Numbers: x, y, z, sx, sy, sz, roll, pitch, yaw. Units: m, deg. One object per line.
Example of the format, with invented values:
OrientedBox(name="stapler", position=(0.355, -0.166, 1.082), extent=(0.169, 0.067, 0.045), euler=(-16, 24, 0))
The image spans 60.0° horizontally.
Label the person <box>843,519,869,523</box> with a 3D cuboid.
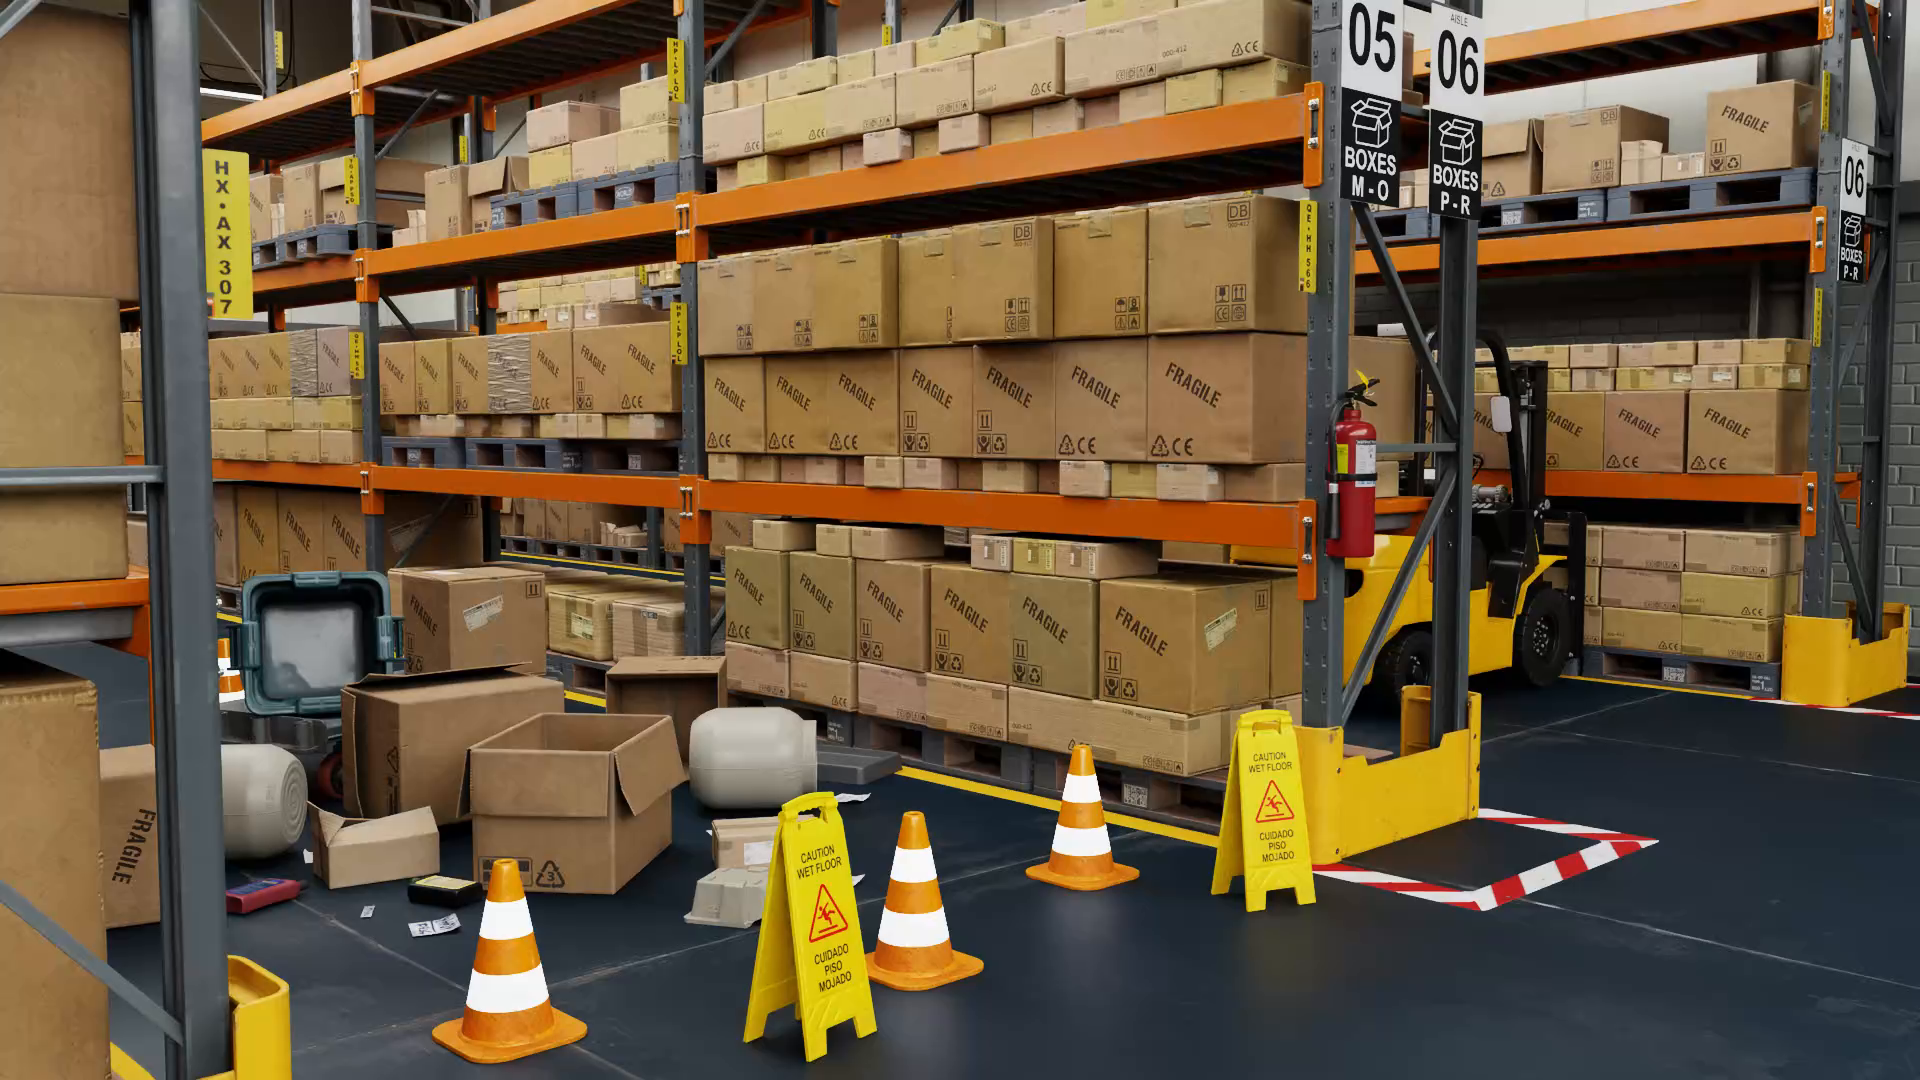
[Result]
OrientedBox(name="person", position=(-0.681, 0.000, 11.790), extent=(0.703, 0.879, 0.493), euler=(-4, 6, -44))
